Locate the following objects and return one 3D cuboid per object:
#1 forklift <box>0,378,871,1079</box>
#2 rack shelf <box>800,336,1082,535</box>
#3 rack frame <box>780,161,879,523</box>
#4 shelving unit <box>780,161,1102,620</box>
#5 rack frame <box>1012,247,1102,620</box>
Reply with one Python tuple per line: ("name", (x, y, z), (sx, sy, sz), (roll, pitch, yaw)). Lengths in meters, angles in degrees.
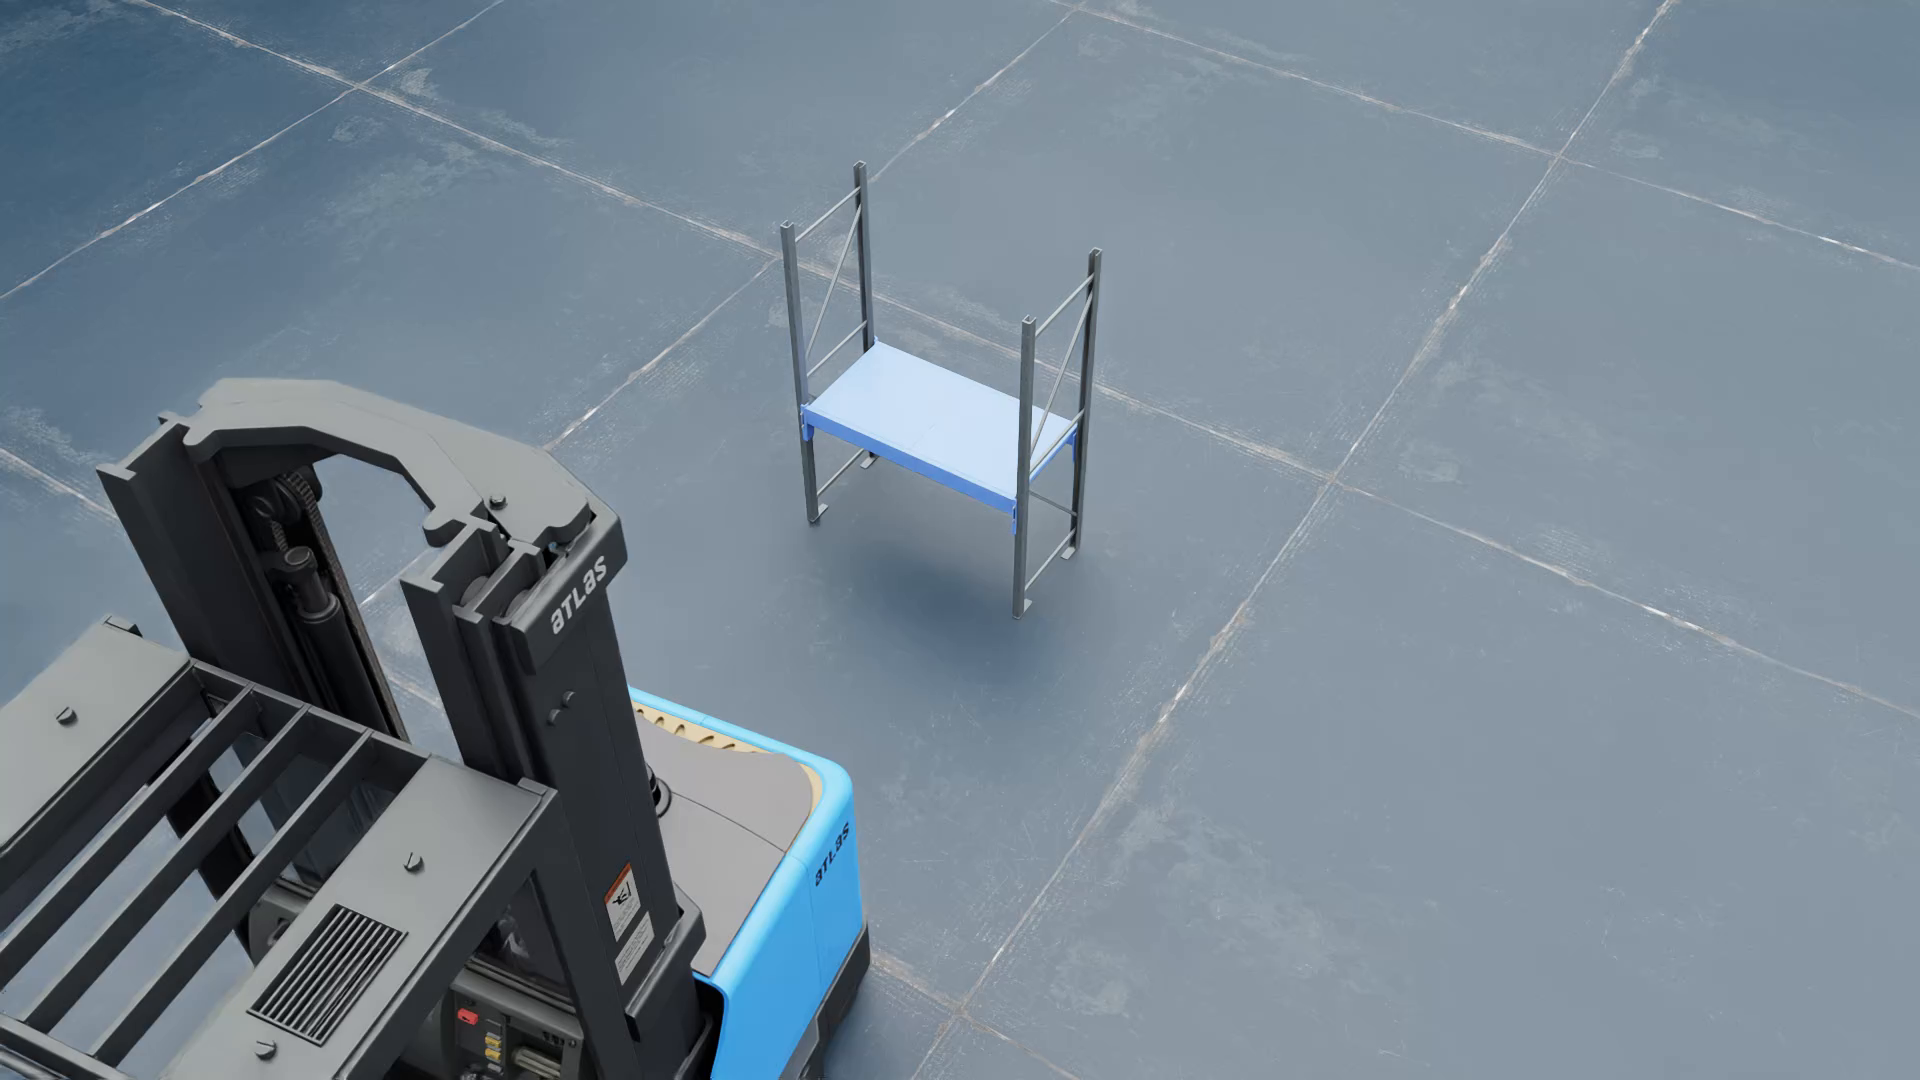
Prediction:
("forklift", (-1.358, 1.218, 3.744), (1.130, 2.935, 3.031), (18, 48, 16))
("rack shelf", (-0.072, -0.430, 6.595), (1.000, 0.185, 0.538), (25, 51, 22))
("rack frame", (-0.500, -0.753, 6.657), (0.032, 1.500, 0.500), (25, 51, 22))
("shelving unit", (-0.072, -0.556, 6.466), (1.048, 1.500, 0.538), (25, 51, 22))
("rack frame", (0.356, -0.359, 6.275), (0.032, 1.500, 0.500), (25, 51, 22))
